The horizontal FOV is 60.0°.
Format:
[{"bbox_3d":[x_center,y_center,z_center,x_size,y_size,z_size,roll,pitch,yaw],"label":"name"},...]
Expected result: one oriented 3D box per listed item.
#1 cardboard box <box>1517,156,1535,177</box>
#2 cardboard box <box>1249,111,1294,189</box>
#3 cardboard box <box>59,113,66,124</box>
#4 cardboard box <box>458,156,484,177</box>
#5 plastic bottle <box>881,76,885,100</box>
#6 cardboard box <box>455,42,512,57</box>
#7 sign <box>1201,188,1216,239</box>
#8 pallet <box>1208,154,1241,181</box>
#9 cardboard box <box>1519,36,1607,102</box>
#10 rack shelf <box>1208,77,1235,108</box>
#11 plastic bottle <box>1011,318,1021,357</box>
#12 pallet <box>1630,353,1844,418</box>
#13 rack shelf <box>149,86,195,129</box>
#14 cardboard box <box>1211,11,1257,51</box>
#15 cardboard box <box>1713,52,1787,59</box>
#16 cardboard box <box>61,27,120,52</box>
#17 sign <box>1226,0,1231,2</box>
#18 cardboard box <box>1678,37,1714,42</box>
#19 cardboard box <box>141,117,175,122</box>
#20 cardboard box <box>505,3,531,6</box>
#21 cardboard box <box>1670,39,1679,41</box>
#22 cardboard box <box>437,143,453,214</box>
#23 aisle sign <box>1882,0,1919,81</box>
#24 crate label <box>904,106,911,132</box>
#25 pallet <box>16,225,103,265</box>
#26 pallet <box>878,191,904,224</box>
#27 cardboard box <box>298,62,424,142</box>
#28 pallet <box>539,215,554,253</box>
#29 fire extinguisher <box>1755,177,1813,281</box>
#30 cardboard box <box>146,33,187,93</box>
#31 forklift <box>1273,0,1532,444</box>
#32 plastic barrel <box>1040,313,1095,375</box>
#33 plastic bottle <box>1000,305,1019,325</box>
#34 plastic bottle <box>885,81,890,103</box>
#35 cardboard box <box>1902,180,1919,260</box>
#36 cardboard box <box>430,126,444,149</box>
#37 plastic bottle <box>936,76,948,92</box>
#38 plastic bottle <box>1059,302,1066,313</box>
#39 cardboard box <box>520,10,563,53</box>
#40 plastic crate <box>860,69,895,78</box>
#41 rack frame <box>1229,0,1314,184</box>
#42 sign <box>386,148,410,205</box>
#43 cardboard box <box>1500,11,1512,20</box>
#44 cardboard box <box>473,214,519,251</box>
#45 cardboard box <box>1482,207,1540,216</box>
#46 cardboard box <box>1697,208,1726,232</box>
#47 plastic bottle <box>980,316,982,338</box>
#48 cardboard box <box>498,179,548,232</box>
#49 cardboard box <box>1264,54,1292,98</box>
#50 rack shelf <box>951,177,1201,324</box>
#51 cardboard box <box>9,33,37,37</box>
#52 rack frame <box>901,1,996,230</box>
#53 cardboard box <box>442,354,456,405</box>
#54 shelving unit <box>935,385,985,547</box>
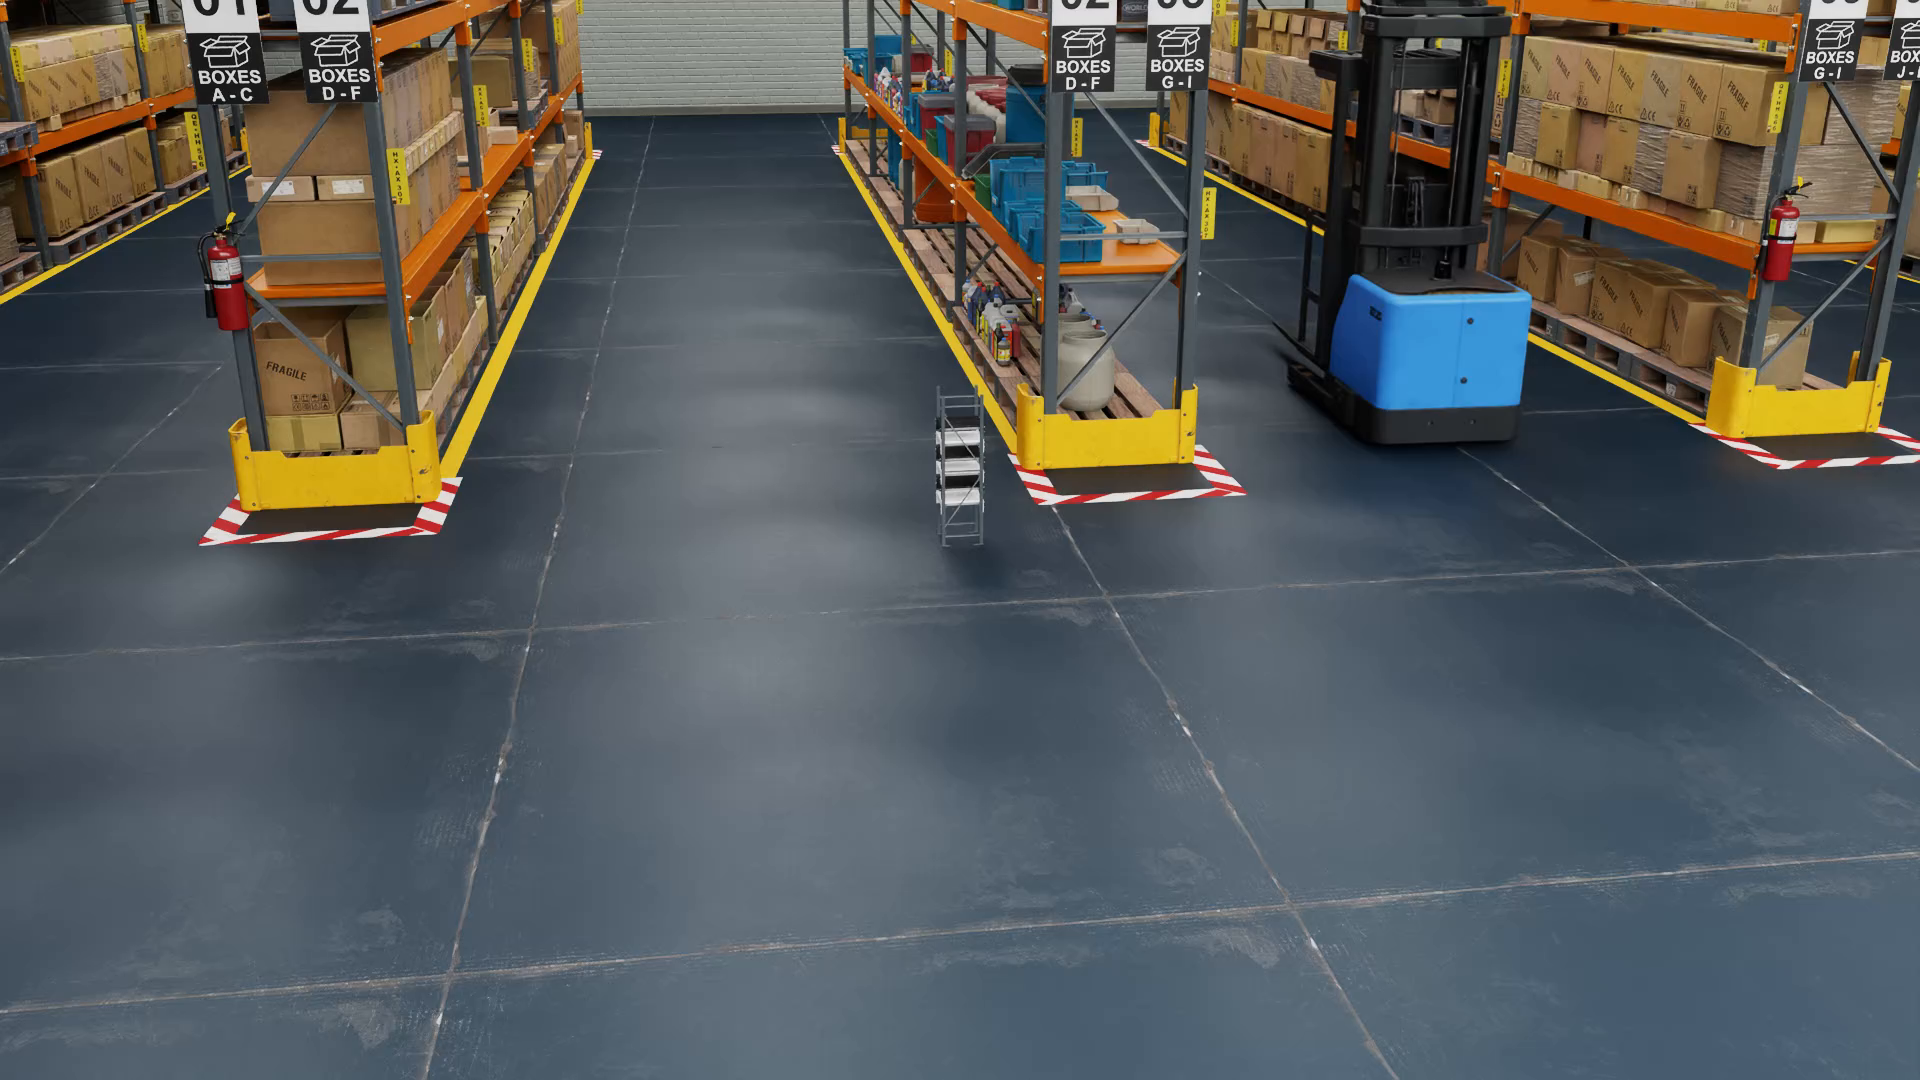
[{"bbox_3d":[5.114,-3.267,14.536,0.380,0.149,0.250,-3,21,-8],"label":"cardboard box"},{"bbox_3d":[4.446,-5.003,21.261,1.225,0.875,0.875,-4,21,-10],"label":"cardboard box"},{"bbox_3d":[-9.929,-4.569,17.992,0.380,0.149,0.250,-2,21,-7],"label":"cardboard box"},{"bbox_3d":[-4.372,-3.263,14.524,0.380,0.149,0.250,-3,21,-8],"label":"cardboard box"},{"bbox_3d":[-0.939,-5.571,20.512,0.061,0.283,0.133,-3,21,-8],"label":"plastic bottle"},{"bbox_3d":[-5.591,-5.667,19.858,0.700,0.500,0.500,0,20,1],"label":"cardboard box"},{"bbox_3d":[1.578,-2.083,10.611,0.100,0.325,0.005,-3,21,-8],"label":"sign"},{"bbox_3d":[4.172,-5.293,23.585,1.003,0.211,1.213,-3,21,-8],"label":"pallet"},{"bbox_3d":[5.170,-4.048,14.270,0.500,0.500,0.500,-3,21,-8],"label":"cardboard box"},{"bbox_3d":[3.916,-6.687,24.362,1.077,0.370,4.000,-3,21,-8],"label":"rack shelf"},{"bbox_3d":[0.430,-1.569,12.883,0.061,0.283,0.133,-3,21,-8],"label":"plastic bottle"},{"bbox_3d":[5.841,-1.180,12.574,1.003,0.211,1.213,-3,21,-8],"label":"pallet"},{"bbox_3d":[-10.789,-5.938,22.355,1.077,0.370,4.000,-3,21,-8],"label":"rack shelf"},{"bbox_3d":[3.805,-7.071,23.080,0.500,0.500,0.500,-3,21,-7],"label":"cardboard box"},{"bbox_3d":[5.986,-3.382,12.488,0.500,0.500,0.500,-3,21,-8],"label":"cardboard box"},{"bbox_3d":[-10.116,-5.803,19.297,0.500,0.250,0.500,-2,21,-7],"label":"cardboard box"},{"bbox_3d":[4.166,-8.393,25.906,0.100,0.325,0.005,-3,21,-8],"label":"sign"},{"bbox_3d":[9.523,-6.417,21.518,0.380,0.149,0.250,-4,21,-10],"label":"cardboard box"},{"bbox_3d":[-10.909,-5.654,22.612,0.380,0.149,0.250,-3,21,-7],"label":"cardboard box"},{"bbox_3d":[-6.223,-7.213,23.168,0.500,0.500,0.500,-3,21,-7],"label":"cardboard box"},{"bbox_3d":[8.916,-6.297,21.198,0.380,0.149,0.250,-2,21,-6],"label":"cardboard box"},{"bbox_3d":[-4.294,-2.775,12.715,0.700,0.500,0.500,-3,21,-8],"label":"cardboard box"},{"bbox_3d":[6.240,-3.388,10.786,0.394,0.787,0.004,-3,21,-8],"label":"aisle sign"},{"bbox_3d":[-0.431,-4.454,17.593,0.303,0.233,0.416,-3,21,-8],"label":"crate label"},{"bbox_3d":[-9.963,-3.168,17.896,1.003,0.211,1.213,-3,21,-8],"label":"pallet"},{"bbox_3d":[-0.448,-4.083,20.346,1.003,0.211,1.213,-3,21,-8],"label":"pallet"},{"bbox_3d":[-4.159,-3.044,11.581,0.700,0.500,0.500,-3,21,-8],"label":"cardboard box"},{"bbox_3d":[-5.093,-3.403,18.525,1.003,0.211,1.213,-3,21,-8],"label":"pallet"},{"bbox_3d":[5.494,-2.078,11.103,0.296,0.674,0.183,-3,21,-8],"label":"fire extinguisher"},{"bbox_3d":[-10.663,-6.164,21.505,0.980,0.700,0.700,-3,21,-9],"label":"cardboard box"},{"bbox_3d":[3.148,-2.495,12.208,1.130,2.935,3.031,-2,21,-6],"label":"forklift"},{"bbox_3d":[0.790,-1.356,12.015,0.421,0.512,0.421,0,20,0],"label":"plastic barrel"},{"bbox_3d":[0.393,-1.745,13.366,0.152,0.276,0.135,-3,21,-8],"label":"plastic bottle"},{"bbox_3d":[-0.851,-5.400,20.070,0.097,0.271,0.097,0,20,0],"label":"plastic bottle"},{"bbox_3d":[10.101,-3.130,16.425,1.050,0.750,0.750,-3,21,-8],"label":"cardboard box"},{"bbox_3d":[-4.050,-2.979,12.334,0.380,0.149,0.250,-3,21,-8],"label":"cardboard box"},{"bbox_3d":[-0.213,-5.321,19.747,0.144,0.351,0.185,-3,21,-8],"label":"plastic bottle"},{"bbox_3d":[0.822,-1.797,13.494,0.061,0.283,0.133,-3,21,-8],"label":"plastic bottle"},{"bbox_3d":[-5.389,-6.526,21.330,0.500,0.500,0.500,-2,21,-6],"label":"cardboard box"},{"bbox_3d":[-1.124,-6.355,22.752,0.437,0.125,0.590,-3,21,-8],"label":"plastic crate"},{"bbox_3d":[4.204,-6.332,22.382,1.000,3.000,0.127,-3,21,-8],"label":"rack frame"},{"bbox_3d":[-3.320,-2.147,9.827,0.100,0.325,0.005,-3,21,-8],"label":"sign"},{"bbox_3d":[8.484,-8.062,25.017,0.500,0.500,0.500,-3,21,-9],"label":"cardboard box"},{"bbox_3d":[-4.482,-2.923,15.783,0.500,0.311,0.500,-2,21,-6],"label":"cardboard box"},{"bbox_3d":[5.240,-2.977,16.343,0.700,0.500,0.500,-3,21,-8],"label":"cardboard box"},{"bbox_3d":[5.566,-2.318,11.995,0.380,0.149,0.250,-3,21,-8],"label":"cardboard box"},{"bbox_3d":[0.206,-1.742,13.465,0.097,0.201,0.097,0,20,0],"label":"plastic bottle"},{"bbox_3d":[-4.806,-3.656,18.160,0.500,0.500,0.500,-2,21,-5],"label":"cardboard box"},{"bbox_3d":[4.168,-5.859,20.974,0.500,0.500,0.500,-3,21,-9],"label":"cardboard box"},{"bbox_3d":[0.744,-2.283,12.569,1.077,0.370,4.000,-3,21,-8],"label":"rack shelf"},{"bbox_3d":[-10.462,-5.422,18.277,0.500,0.250,0.500,-3,21,-9],"label":"cardboard box"},{"bbox_3d":[-0.121,-4.697,18.005,1.000,3.000,0.127,-3,21,-8],"label":"rack frame"},{"bbox_3d":[-3.874,-1.130,11.785,0.500,0.250,0.500,-3,21,-8],"label":"cardboard box"},{"bbox_3d":[-0.001,-0.424,9.566,0.258,0.900,0.210,-3,21,-8],"label":"shelving unit"}]
